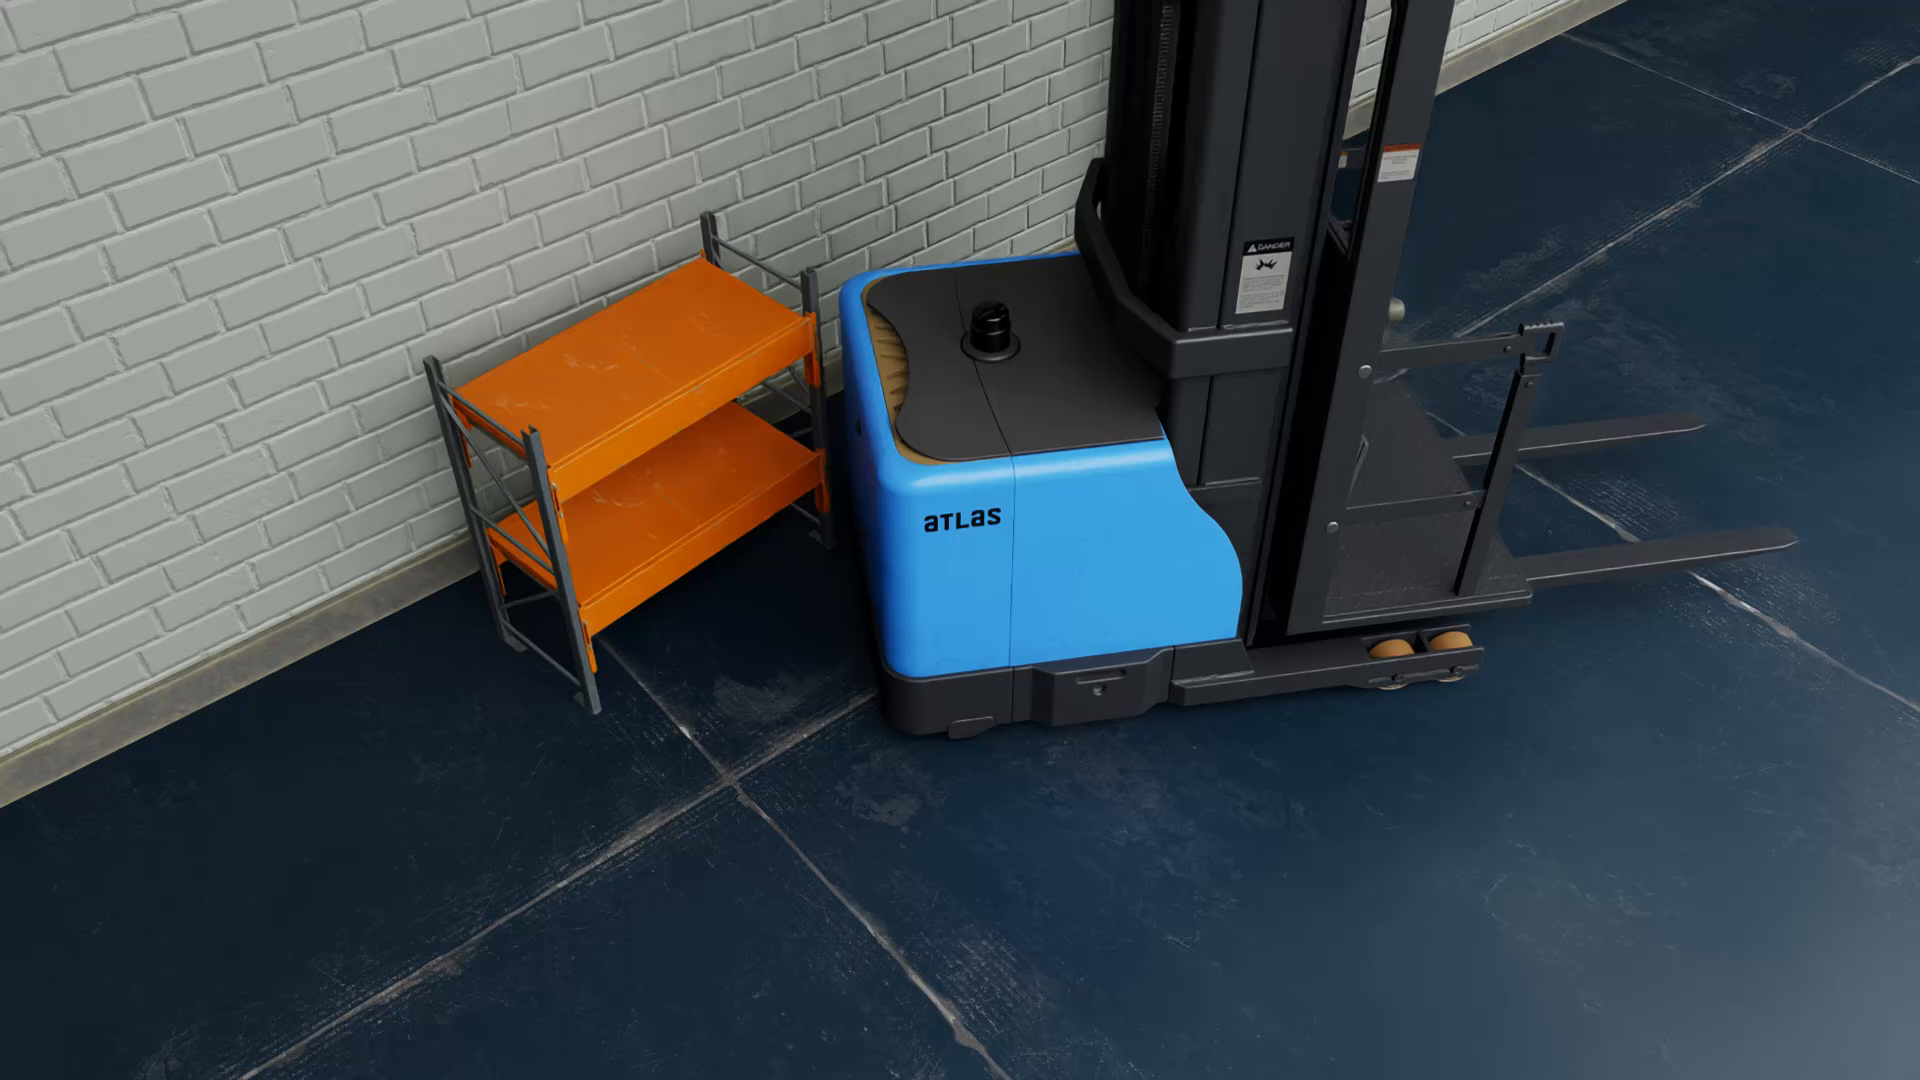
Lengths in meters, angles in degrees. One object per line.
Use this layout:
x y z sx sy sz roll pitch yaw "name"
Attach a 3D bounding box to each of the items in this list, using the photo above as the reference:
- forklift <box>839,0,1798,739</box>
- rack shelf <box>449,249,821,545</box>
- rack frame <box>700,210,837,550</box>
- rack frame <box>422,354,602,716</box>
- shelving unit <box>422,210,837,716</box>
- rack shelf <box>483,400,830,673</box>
1.185 -0.948 4.618 3.031 2.935 1.130 -7 44 -7 "forklift"
-0.965 -0.456 4.987 0.538 0.278 1.000 32 52 30 "rack shelf"
-0.620 -0.498 5.459 0.500 1.125 0.032 32 52 30 "rack frame"
-1.310 0.013 4.915 0.500 1.125 0.032 32 52 30 "rack frame"
-0.965 -0.243 5.187 0.538 1.125 1.048 32 52 30 "shelving unit"
-0.965 -0.065 5.354 0.538 0.278 1.000 32 52 30 "rack shelf"
